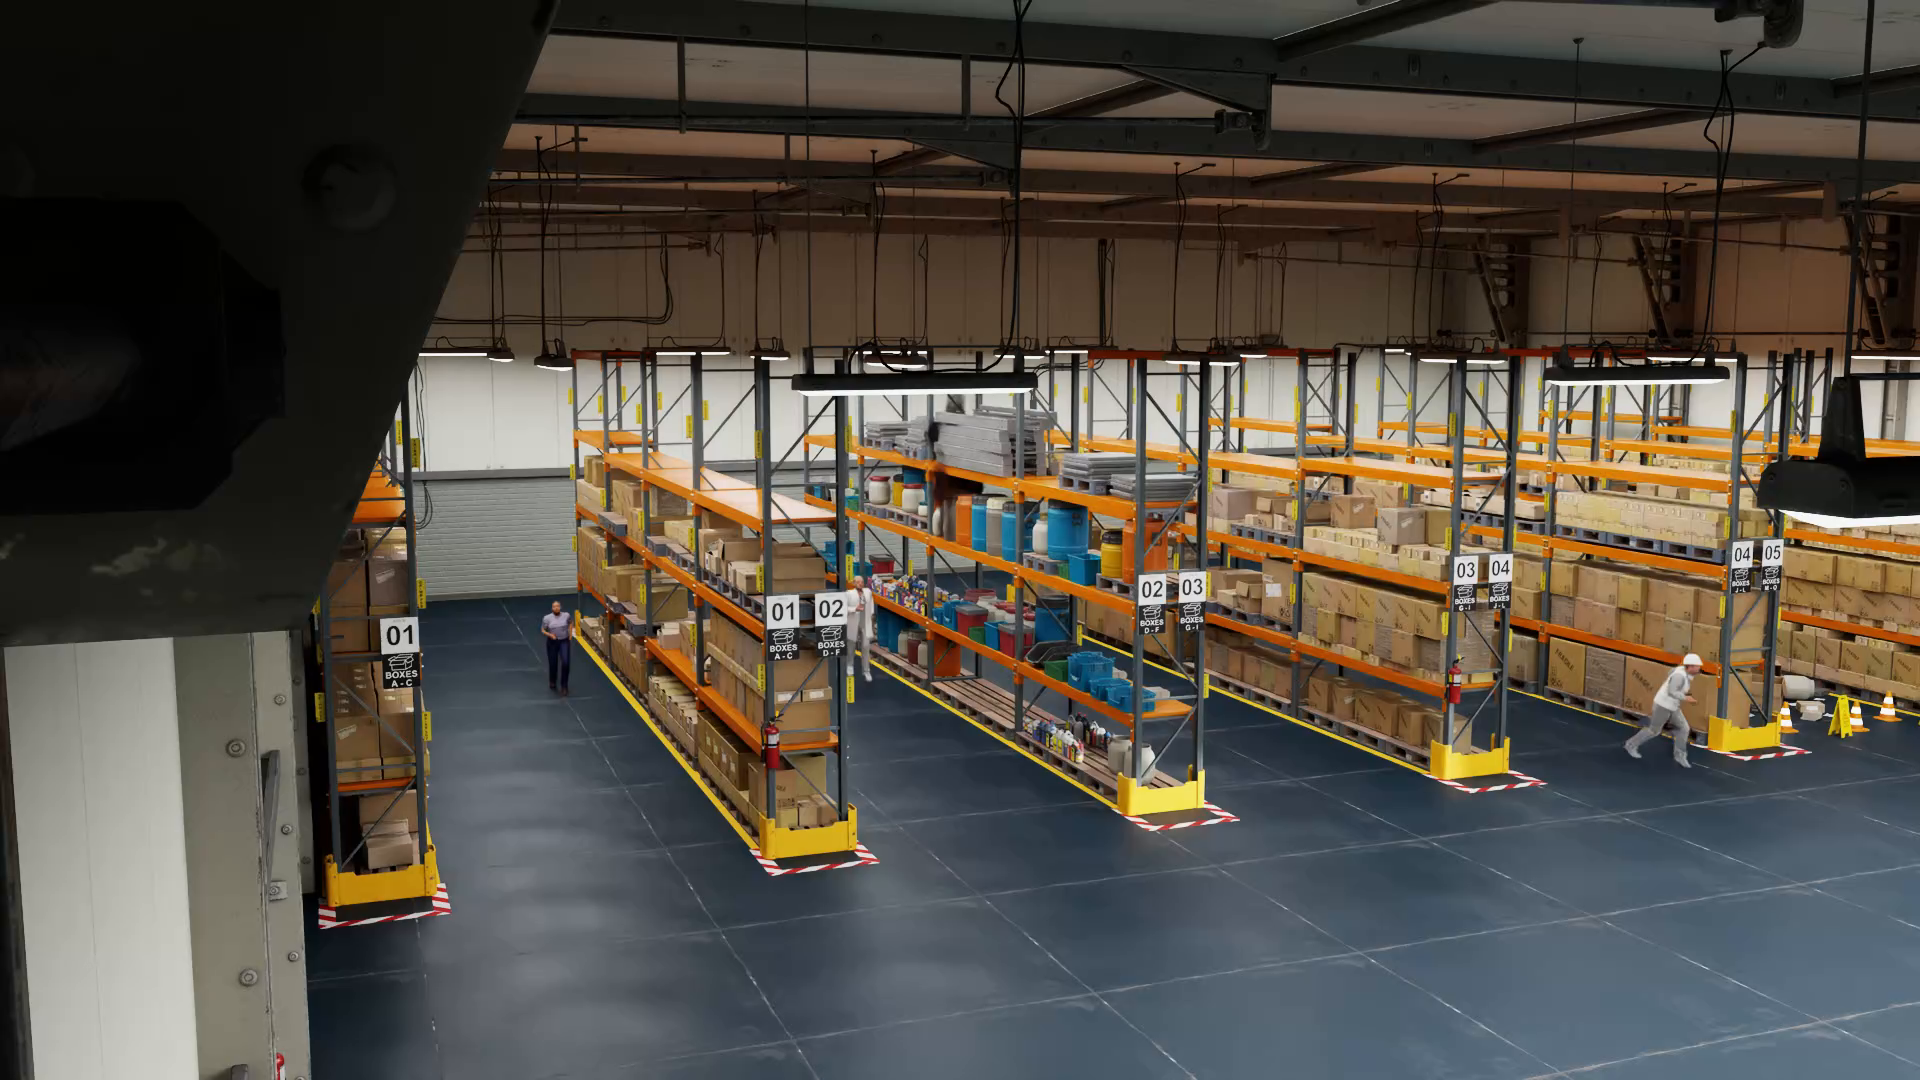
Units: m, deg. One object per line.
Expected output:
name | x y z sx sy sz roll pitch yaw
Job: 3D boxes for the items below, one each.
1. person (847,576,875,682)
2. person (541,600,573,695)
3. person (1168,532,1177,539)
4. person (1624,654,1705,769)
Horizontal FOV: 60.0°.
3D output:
person | -1.782 1.532 29.106 0.707 1.842 0.941 -3 8 -22
person | -7.100 1.890 29.370 0.556 1.697 0.760 -2 7 -14
person | 5.008 0.424 40.505 0.694 1.783 0.907 3 8 21
person | 10.352 2.488 24.454 1.043 1.733 0.701 4 8 31
